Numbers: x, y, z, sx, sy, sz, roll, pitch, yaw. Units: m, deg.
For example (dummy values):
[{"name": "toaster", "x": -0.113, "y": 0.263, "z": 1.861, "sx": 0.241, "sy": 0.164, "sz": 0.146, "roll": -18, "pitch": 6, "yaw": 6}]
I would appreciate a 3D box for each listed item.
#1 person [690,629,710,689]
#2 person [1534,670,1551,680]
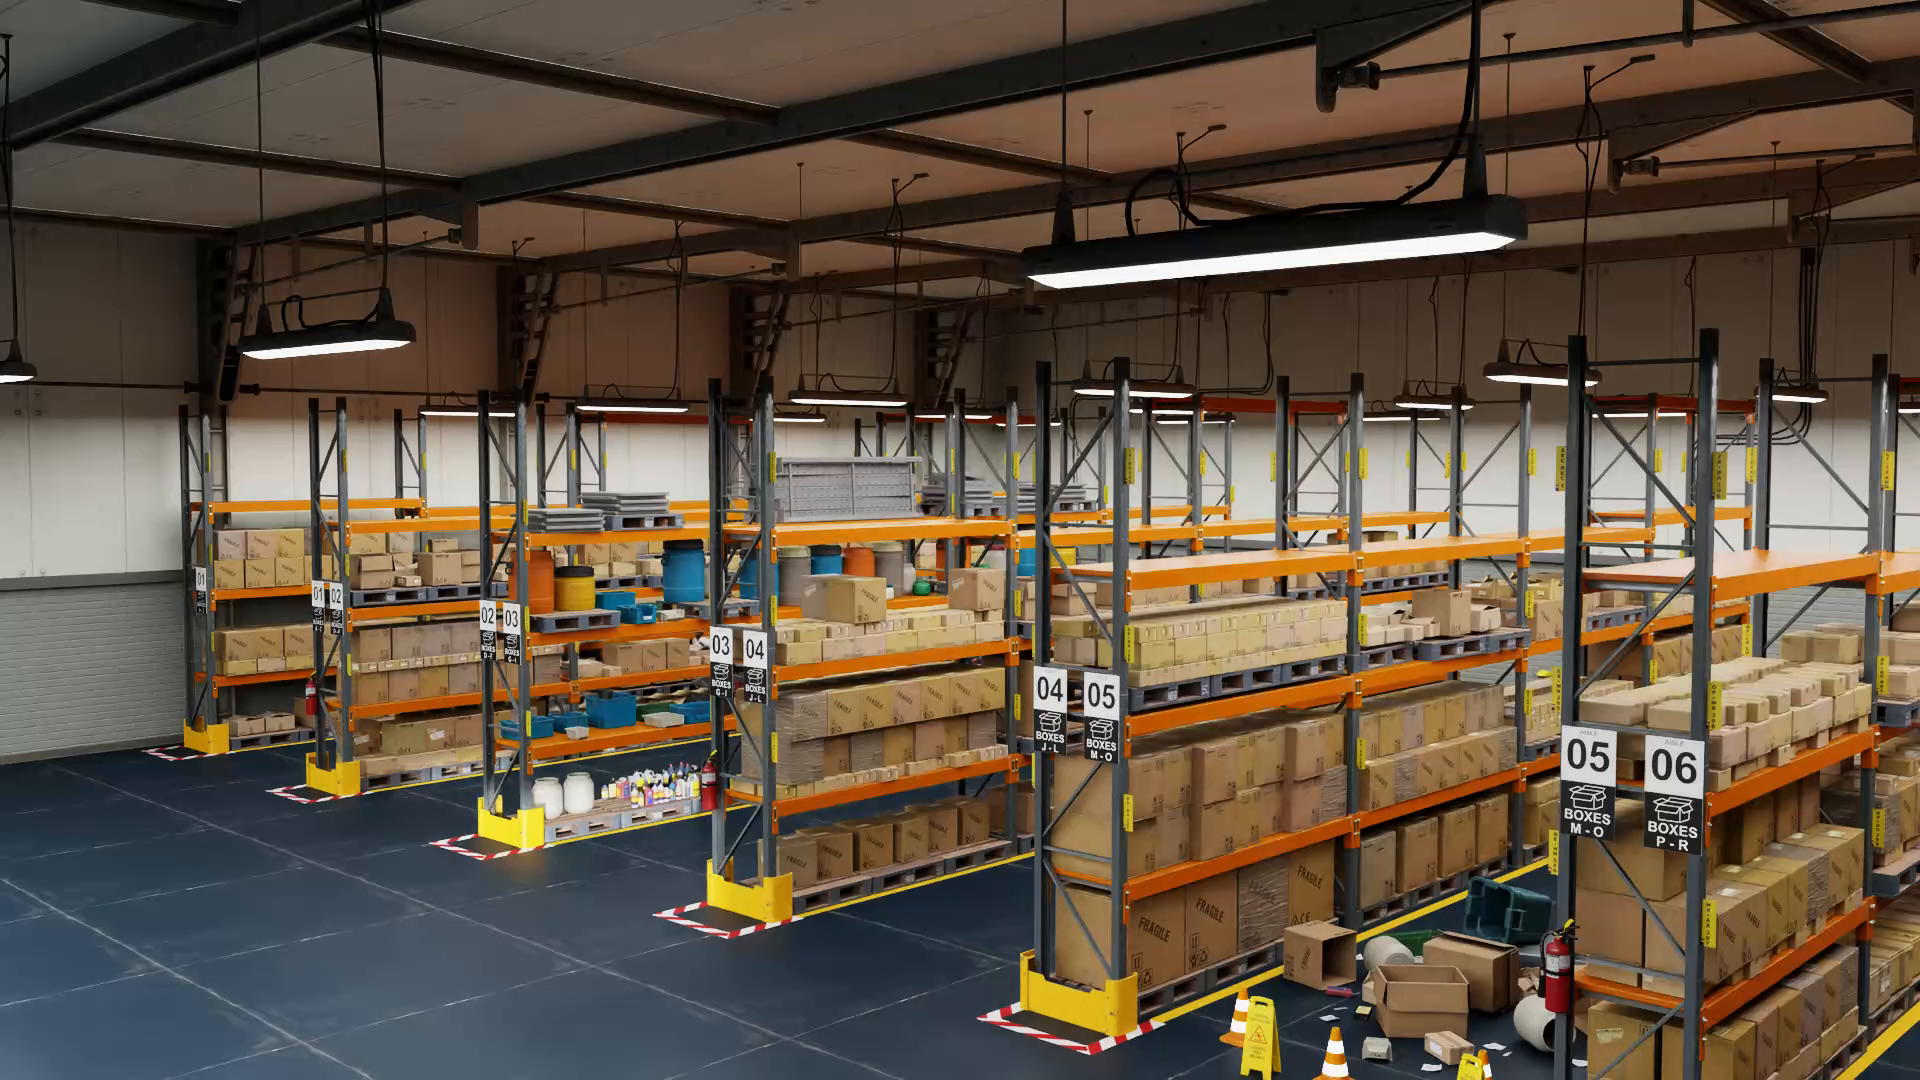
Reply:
[{"name": "person", "x": -5.315, "y": 2.556, "z": 33.924, "sx": 0.551, "sy": 1.636, "sz": 0.652, "roll": 2, "pitch": 3, "yaw": 30}, {"name": "person", "x": 9.212, "y": 2.915, "z": 26.296, "sx": 0.597, "sy": 1.729, "sz": 0.681, "roll": -2, "pitch": 4, "yaw": -37}]
